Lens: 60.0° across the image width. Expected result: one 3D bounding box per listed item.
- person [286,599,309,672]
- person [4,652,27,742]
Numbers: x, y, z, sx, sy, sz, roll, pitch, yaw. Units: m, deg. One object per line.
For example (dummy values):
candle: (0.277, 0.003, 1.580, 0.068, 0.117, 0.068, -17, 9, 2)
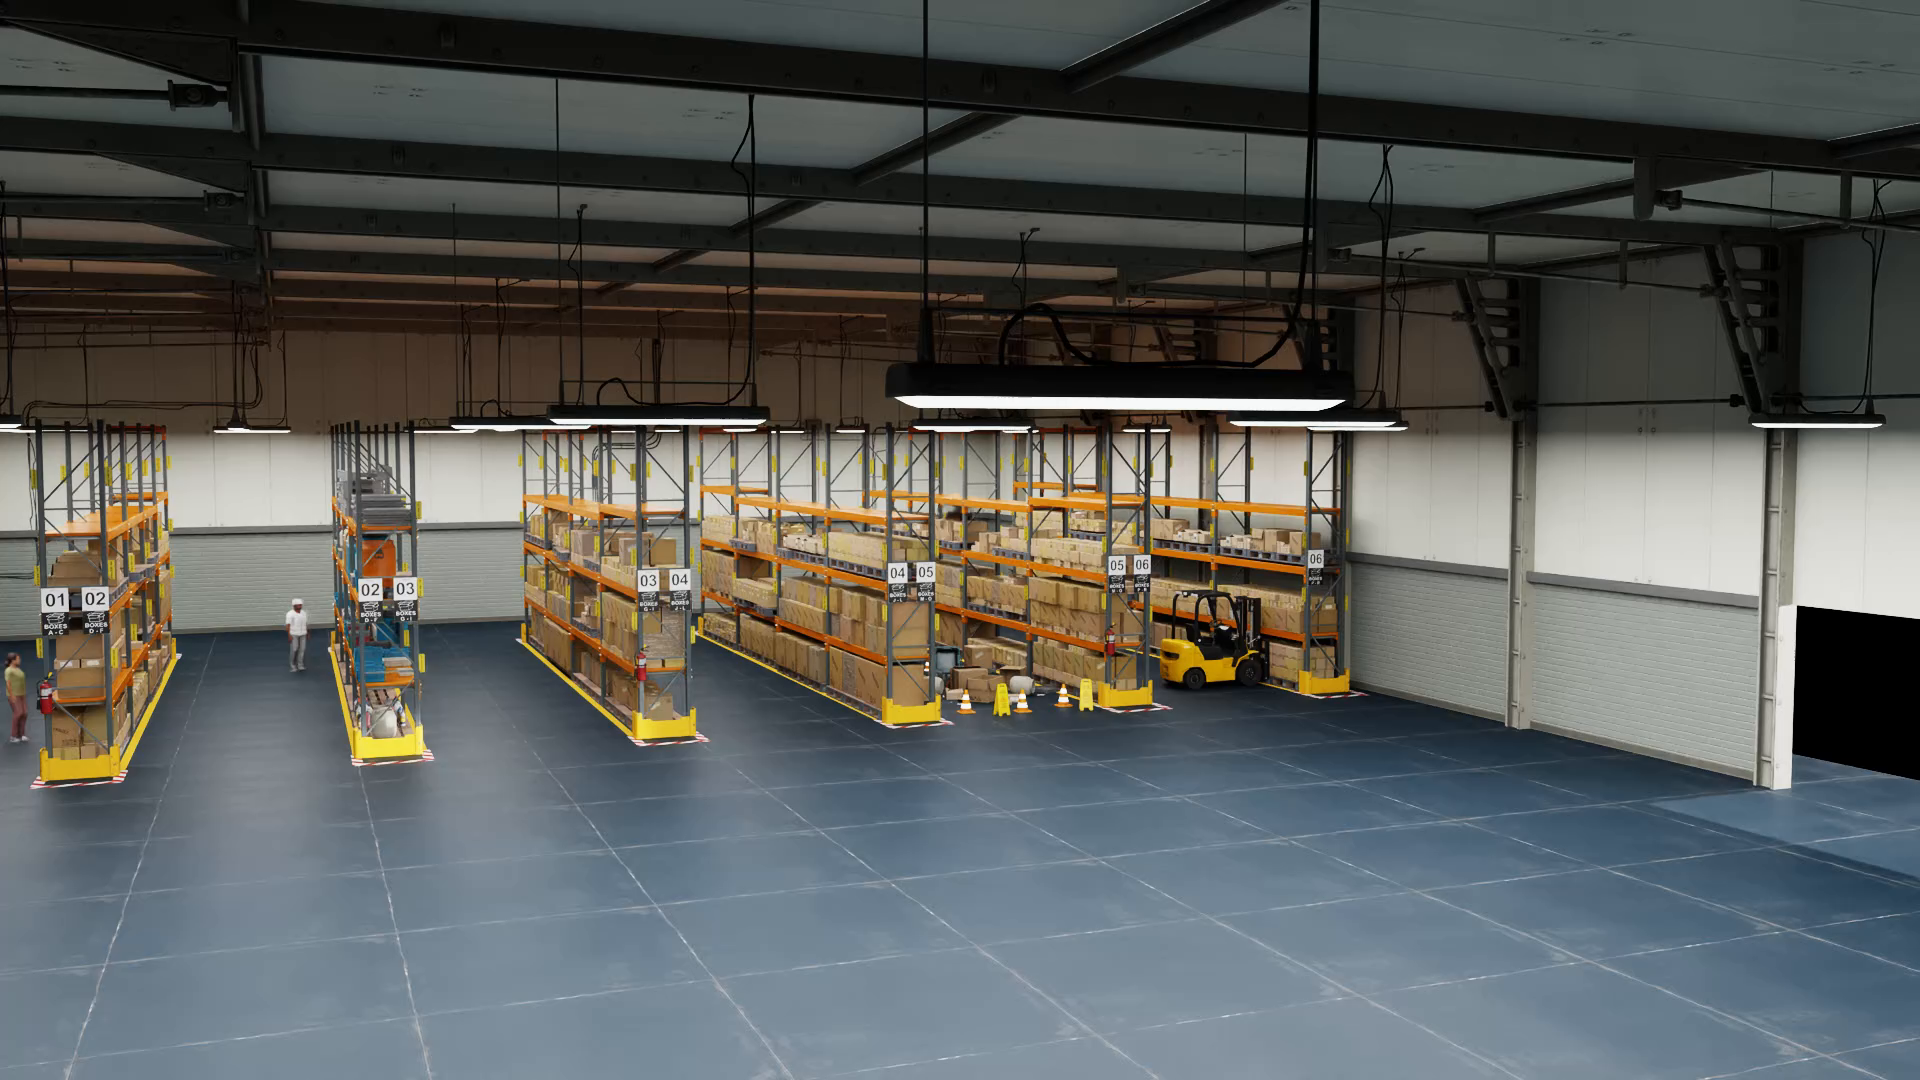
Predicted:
person: (-16.154, 2.328, 40.609, 0.452, 1.802, 0.614, 3, 5, 40)
person: (-17.742, 2.973, 31.293, 0.408, 1.723, 0.455, 1, 4, 10)
